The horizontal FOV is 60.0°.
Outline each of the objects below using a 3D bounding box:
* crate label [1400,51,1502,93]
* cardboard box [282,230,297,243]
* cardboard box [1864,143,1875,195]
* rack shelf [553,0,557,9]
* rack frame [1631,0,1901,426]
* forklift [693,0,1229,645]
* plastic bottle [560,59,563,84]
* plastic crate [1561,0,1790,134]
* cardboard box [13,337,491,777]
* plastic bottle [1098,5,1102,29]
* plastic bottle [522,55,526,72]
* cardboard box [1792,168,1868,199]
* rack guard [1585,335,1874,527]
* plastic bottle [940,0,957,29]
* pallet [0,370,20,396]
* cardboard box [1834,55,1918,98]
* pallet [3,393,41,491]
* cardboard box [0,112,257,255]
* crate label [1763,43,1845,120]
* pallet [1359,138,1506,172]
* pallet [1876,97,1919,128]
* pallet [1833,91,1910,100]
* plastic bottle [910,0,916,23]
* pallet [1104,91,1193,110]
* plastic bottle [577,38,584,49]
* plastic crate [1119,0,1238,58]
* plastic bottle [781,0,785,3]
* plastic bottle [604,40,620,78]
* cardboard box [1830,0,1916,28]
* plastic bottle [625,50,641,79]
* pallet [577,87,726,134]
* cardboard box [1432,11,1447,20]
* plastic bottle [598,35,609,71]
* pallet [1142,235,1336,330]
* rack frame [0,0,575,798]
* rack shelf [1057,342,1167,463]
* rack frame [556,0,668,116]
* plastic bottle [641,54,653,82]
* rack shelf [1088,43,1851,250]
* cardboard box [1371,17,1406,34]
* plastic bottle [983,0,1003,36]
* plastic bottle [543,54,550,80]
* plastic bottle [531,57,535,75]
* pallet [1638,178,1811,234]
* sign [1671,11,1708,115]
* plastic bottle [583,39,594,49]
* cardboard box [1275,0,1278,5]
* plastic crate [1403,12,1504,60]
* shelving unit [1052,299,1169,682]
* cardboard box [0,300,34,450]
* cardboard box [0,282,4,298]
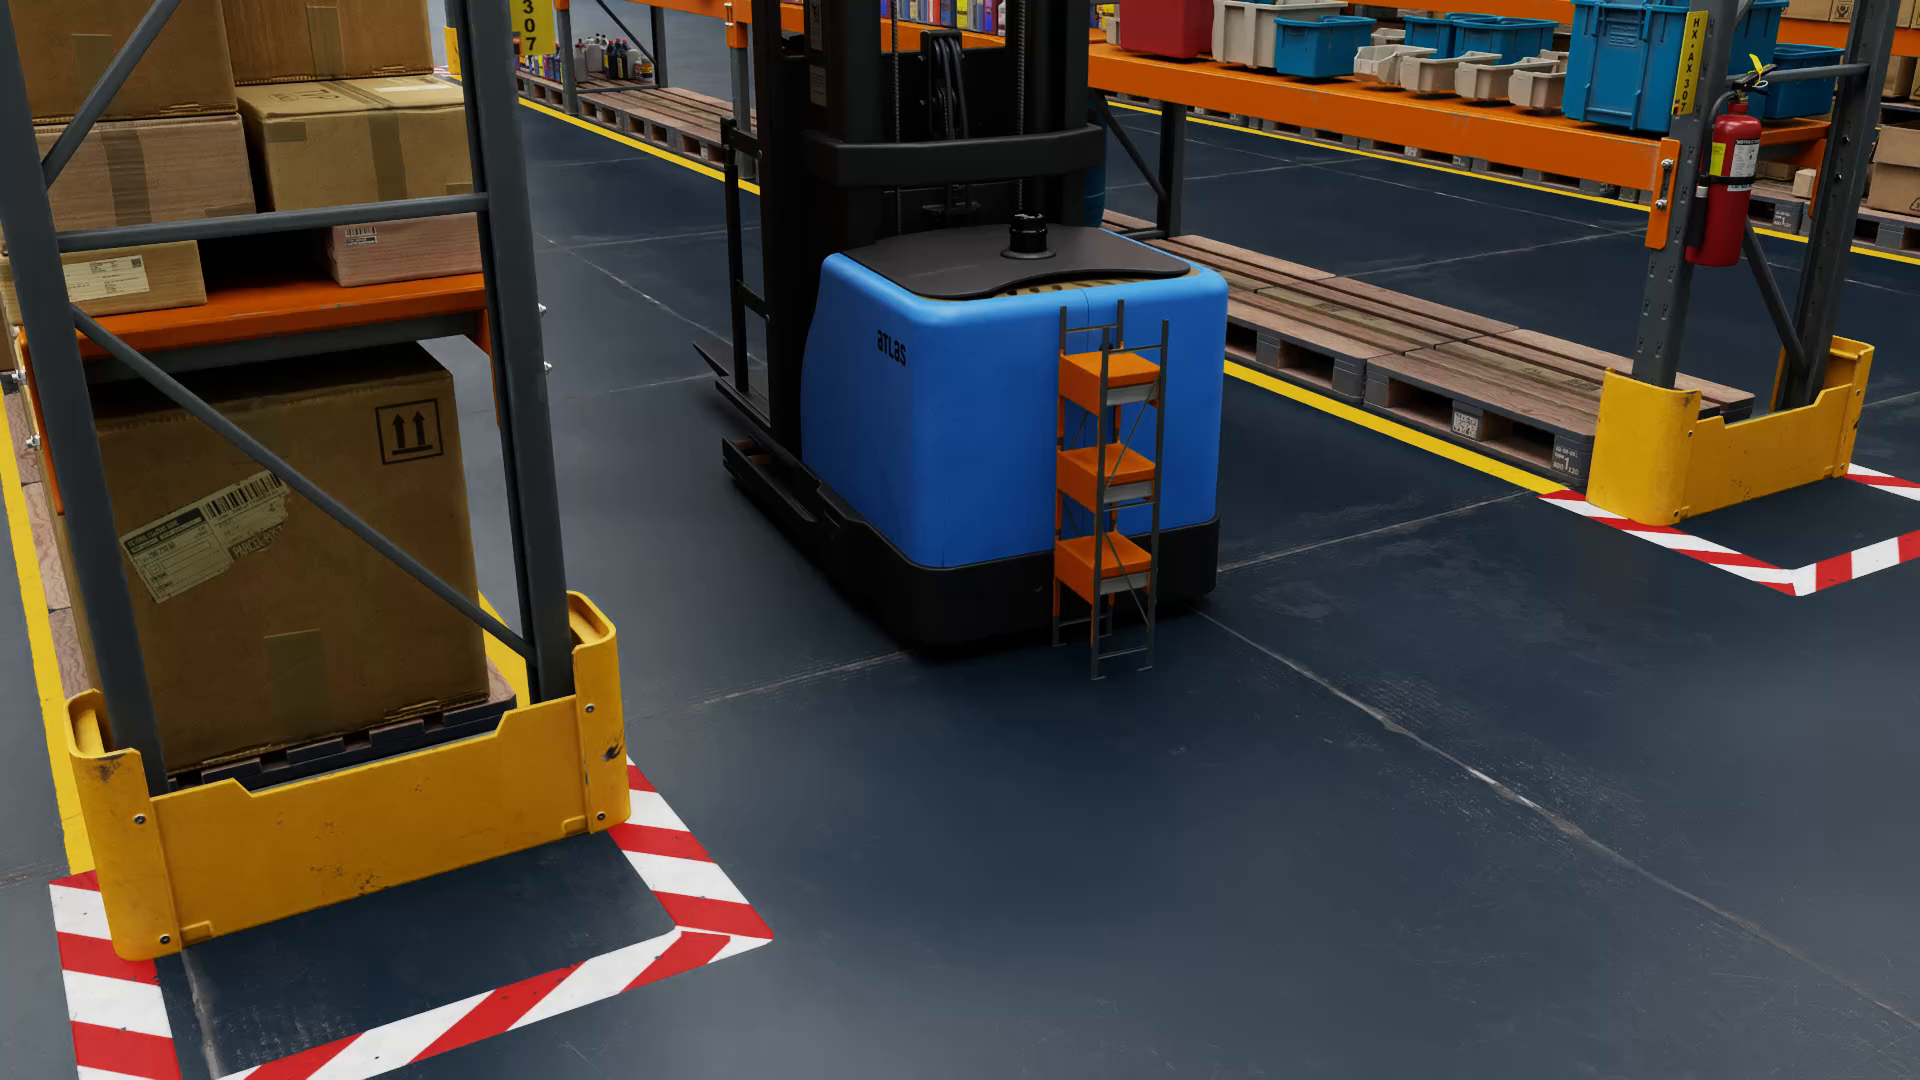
[{"bbox_3d":[1.992,-1.918,6.817,0.396,0.136,0.243,-13,25,-28],"label":"crate label"},{"bbox_3d":[-1.556,-0.876,4.317,0.380,0.149,0.250,-13,26,-29],"label":"cardboard box"},{"bbox_3d":[5.998,-2.433,10.801,0.500,0.311,0.500,-13,25,-28],"label":"cardboard box"},{"bbox_3d":[-4.289,-5.800,17.053,1.077,0.370,4.000,-13,25,-28],"label":"rack shelf"},{"bbox_3d":[2.863,-1.601,5.767,1.000,3.000,0.127,-13,25,-28],"label":"rack frame"},{"bbox_3d":[-0.256,-1.571,5.785,1.130,2.935,3.031,-10,24,-22],"label":"forklift"},{"bbox_3d":[-3.796,-4.524,15.980,0.061,0.283,0.133,-11,25,-26],"label":"plastic bottle"},{"bbox_3d":[2.531,-1.718,5.928,0.616,0.435,0.499,-13,25,-28],"label":"plastic crate"},{"bbox_3d":[-1.791,-0.051,4.216,0.875,0.875,0.875,-13,25,-28],"label":"cardboard box"},{"bbox_3d":[0.856,-3.082,9.674,0.097,0.201,0.097,0,22,0],"label":"plastic bottle"},{"bbox_3d":[-4.426,-4.930,16.997,0.097,0.271,0.097,0,22,0],"label":"plastic bottle"},{"bbox_3d":[5.559,-2.283,10.624,0.380,0.166,0.250,-13,25,-28],"label":"cardboard box"},{"bbox_3d":[2.886,-0.438,6.225,1.175,0.500,0.348,-13,25,-28],"label":"rack guard"},{"bbox_3d":[-0.026,-3.168,9.687,0.144,0.351,0.185,-13,25,-28],"label":"plastic bottle"},{"bbox_3d":[-3.898,-0.887,7.713,1.003,0.211,1.213,-13,25,-28],"label":"pallet"},{"bbox_3d":[8.436,-4.473,15.130,0.750,0.750,0.750,-12,25,-27],"label":"cardboard box"},{"bbox_3d":[-3.117,-0.390,6.492,1.003,0.211,1.213,-13,25,-28],"label":"pallet"},{"bbox_3d":[-1.871,-0.823,3.656,0.500,0.250,0.500,-13,26,-29],"label":"cardboard box"},{"bbox_3d":[3.020,-1.695,6.140,0.416,0.233,0.303,-13,25,-28],"label":"crate label"},{"bbox_3d":[4.004,-3.207,13.422,1.003,0.211,1.213,-13,25,-28],"label":"pallet"},{"bbox_3d":[8.877,-3.745,14.745,1.003,0.211,1.213,-13,25,-28],"label":"pallet"},{"bbox_3d":[8.250,-4.141,15.718,1.003,0.211,1.213,-13,25,-28],"label":"pallet"},{"bbox_3d":[-0.256,-3.227,10.031,0.097,0.201,0.097,0,22,0],"label":"plastic bottle"},{"bbox_3d":[2.030,-4.519,16.649,1.003,0.211,1.213,-13,25,-28],"label":"pallet"},{"bbox_3d":[-3.981,-5.108,17.419,0.061,0.283,0.133,-13,25,-28],"label":"plastic bottle"},{"bbox_3d":[1.060,-2.616,8.100,0.402,0.464,0.583,-13,25,-28],"label":"plastic crate"},{"bbox_3d":[-1.195,-3.822,11.496,0.097,0.201,0.097,0,22,0],"label":"plastic bottle"},{"bbox_3d":[-3.447,-4.776,16.511,0.144,0.351,0.185,-13,25,-28],"label":"plastic bottle"},{"bbox_3d":[5.624,-3.349,9.935,0.500,0.500,0.500,-13,25,-29],"label":"cardboard box"},{"bbox_3d":[-3.242,-4.715,16.460,0.152,0.276,0.135,-12,25,-26],"label":"plastic bottle"},{"bbox_3d":[-2.833,-3.947,15.242,1.003,0.211,1.213,-13,25,-28],"label":"pallet"},{"bbox_3d":[5.947,-6.044,19.434,0.700,0.500,0.500,-13,26,-29],"label":"cardboard box"},{"bbox_3d":[-3.636,-5.002,17.068,0.144,0.351,0.185,-13,25,-29],"label":"plastic bottle"},{"bbox_3d":[1.228,-1.374,8.911,1.003,0.211,1.213,-13,25,-28],"label":"pallet"},{"bbox_3d":[-1.395,-0.649,3.424,1.000,3.000,0.127,-13,25,-28],"label":"rack frame"},{"bbox_3d":[0.421,-0.389,4.648,0.215,0.259,0.240,-10,24,-22],"label":"rack shelf"},{"bbox_3d":[-3.267,-5.486,15.324,1.000,3.000,0.127,-13,25,-28],"label":"rack frame"},{"bbox_3d":[-3.053,-4.613,16.217,0.097,0.271,0.097,0,22,0],"label":"plastic bottle"},{"bbox_3d":[1.841,-1.915,7.496,1.077,0.370,4.000,-13,25,-28],"label":"rack shelf"},{"bbox_3d":[3.748,-4.261,14.050,0.500,0.250,0.500,-12,25,-26],"label":"cardboard box"},{"bbox_3d":[0.183,-2.974,9.299,0.061,0.283,0.133,-13,25,-28],"label":"plastic bottle"},{"bbox_3d":[-4.061,-4.691,16.392,0.061,0.283,0.133,-11,24,-25],"label":"plastic bottle"},{"bbox_3d":[-4.270,-4.799,16.767,0.097,0.201,0.097,0,22,0],"label":"plastic bottle"},{"bbox_3d":[5.430,-2.333,11.272,1.003,0.211,1.213,-13,25,-28],"label":"pallet"},{"bbox_3d":[2.398,-1.566,5.463,0.100,0.325,0.005,-13,25,-28],"label":"sign"},{"bbox_3d":[-3.890,-5.126,17.471,0.152,0.276,0.135,-12,25,-28],"label":"plastic bottle"},{"bbox_3d":[4.106,-7.059,21.931,0.700,0.500,0.500,-14,26,-32],"label":"cardboard box"},{"bbox_3d":[2.194,-2.218,7.428,0.416,0.233,0.300,-13,25,-28],"label":"plastic crate"},{"bbox_3d":[0.421,-0.136,4.751,0.215,1.050,0.252,-10,24,-22],"label":"shelving unit"},{"bbox_3d":[-3.170,-0.925,6.367,0.875,0.875,0.875,-13,25,-28],"label":"cardboard box"},{"bbox_3d":[-1.995,-0.668,3.805,0.380,0.149,0.250,-12,25,-28],"label":"cardboard box"}]
